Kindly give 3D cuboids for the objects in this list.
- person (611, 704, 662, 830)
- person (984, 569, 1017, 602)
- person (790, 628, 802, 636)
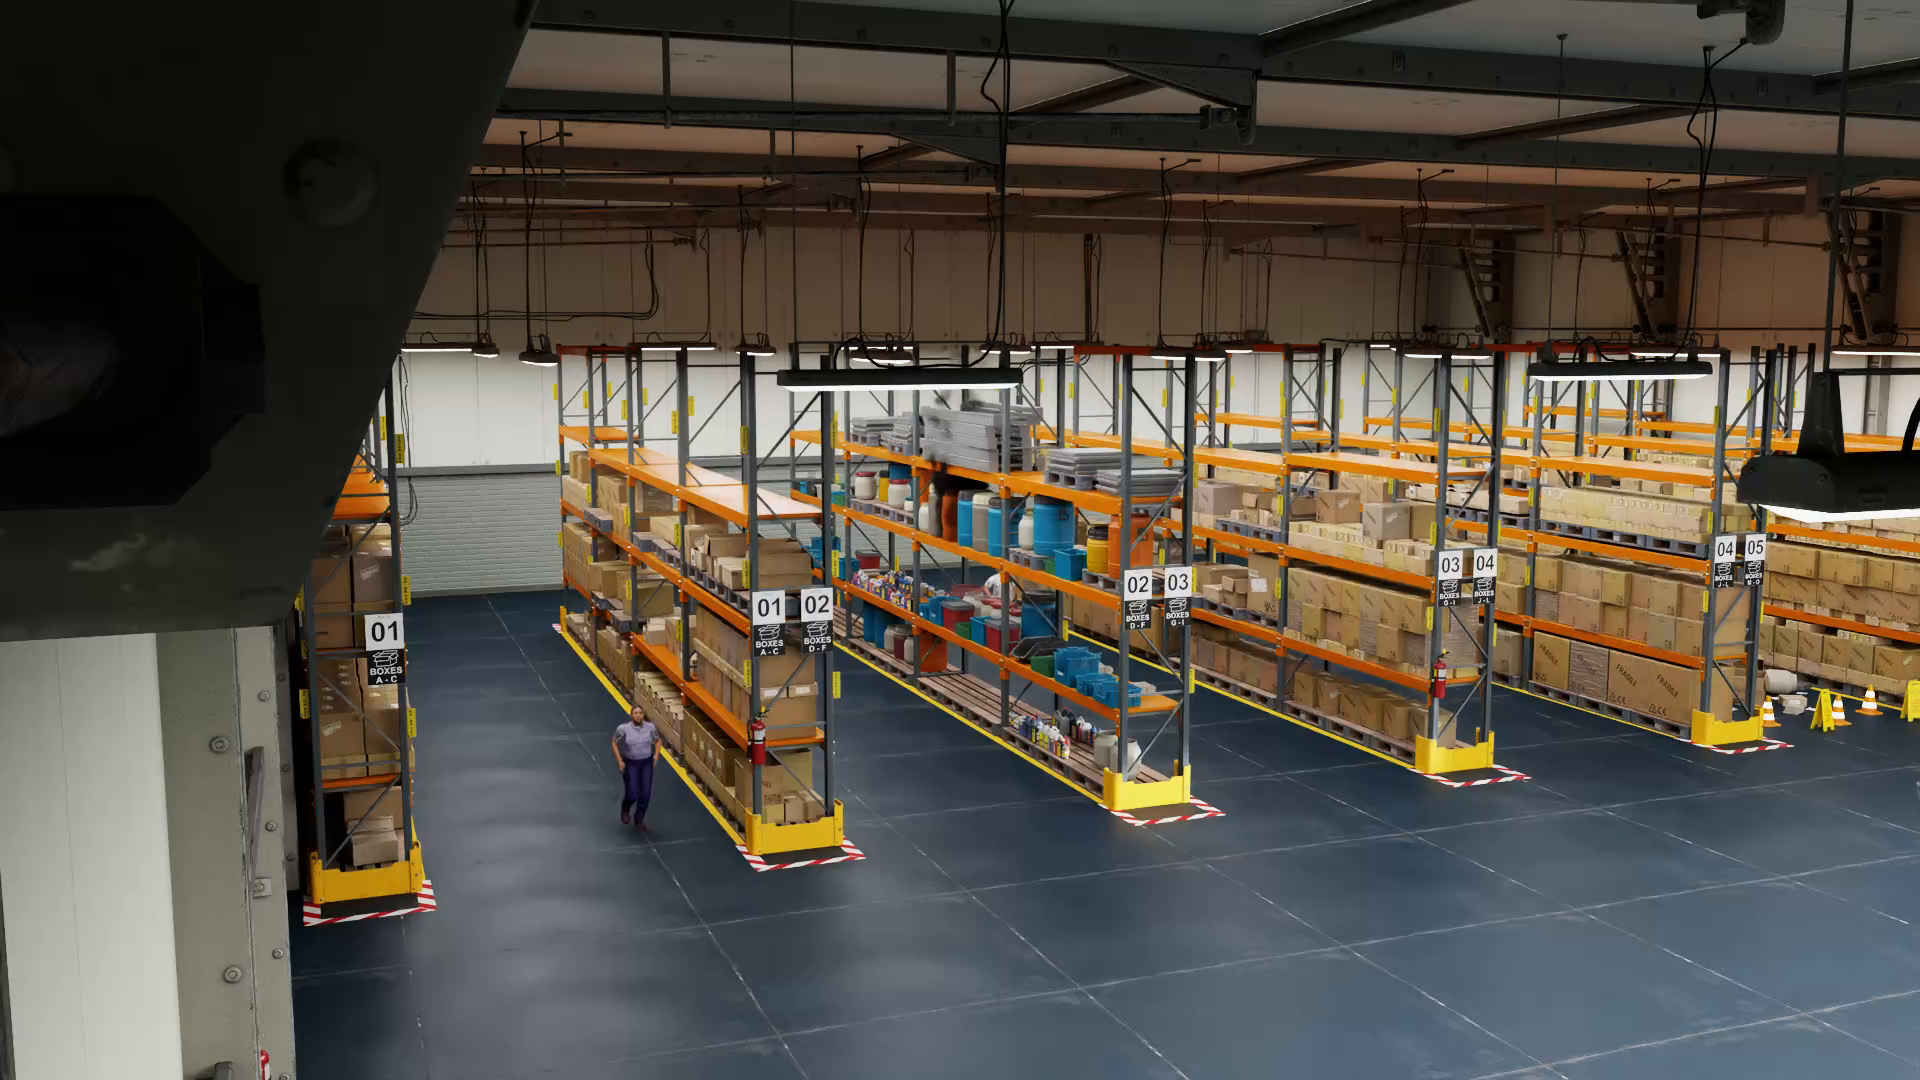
[{"bbox_3d":[-4.055,2.875,21.039,0.618,1.616,0.500,-4,8,-26],"label":"person"},{"bbox_3d":[0.833,1.283,32.887,0.666,1.794,0.825,-4,8,-27],"label":"person"},{"bbox_3d":[-2.917,1.553,29.011,0.591,1.675,0.792,-3,8,-23],"label":"person"}]
